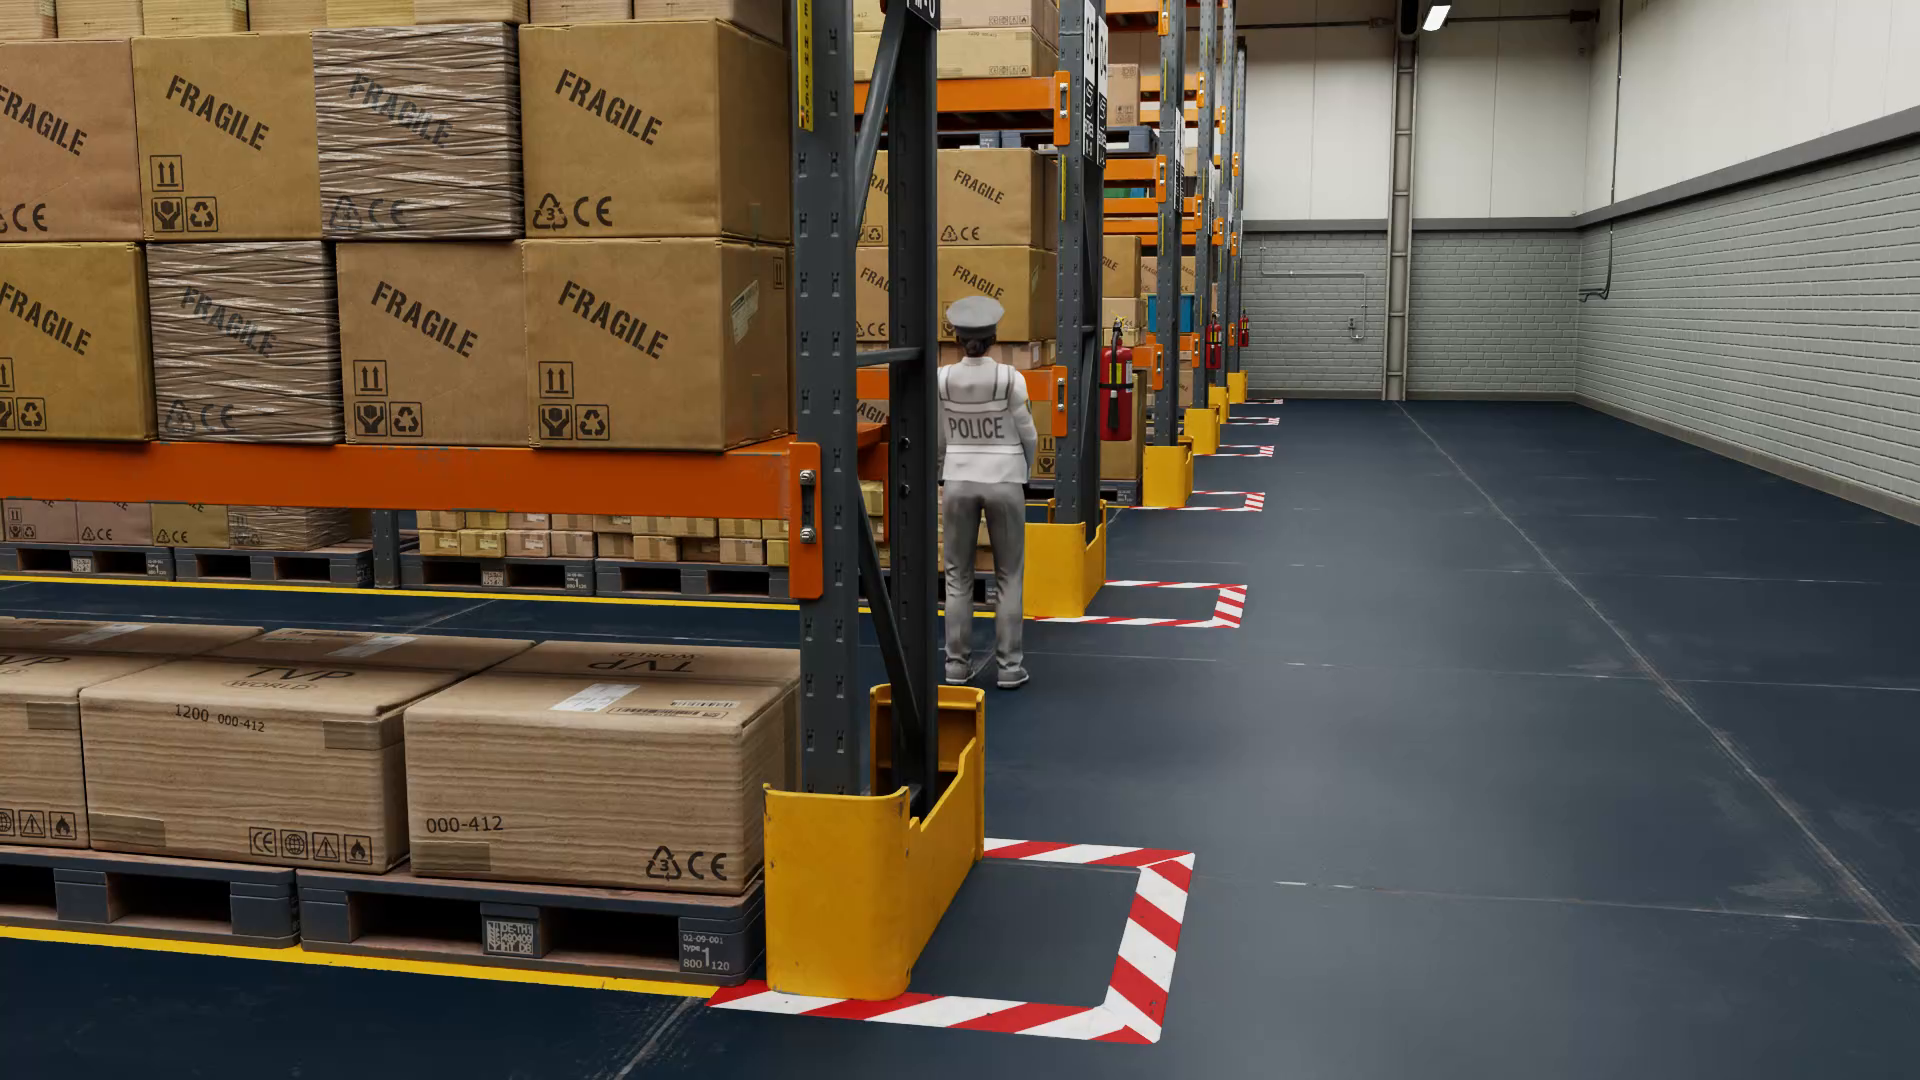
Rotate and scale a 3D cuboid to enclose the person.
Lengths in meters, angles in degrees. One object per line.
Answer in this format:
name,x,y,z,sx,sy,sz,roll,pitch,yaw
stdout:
person,0.109,-0.214,7.231,0.460,1.686,0.556,2,8,11
